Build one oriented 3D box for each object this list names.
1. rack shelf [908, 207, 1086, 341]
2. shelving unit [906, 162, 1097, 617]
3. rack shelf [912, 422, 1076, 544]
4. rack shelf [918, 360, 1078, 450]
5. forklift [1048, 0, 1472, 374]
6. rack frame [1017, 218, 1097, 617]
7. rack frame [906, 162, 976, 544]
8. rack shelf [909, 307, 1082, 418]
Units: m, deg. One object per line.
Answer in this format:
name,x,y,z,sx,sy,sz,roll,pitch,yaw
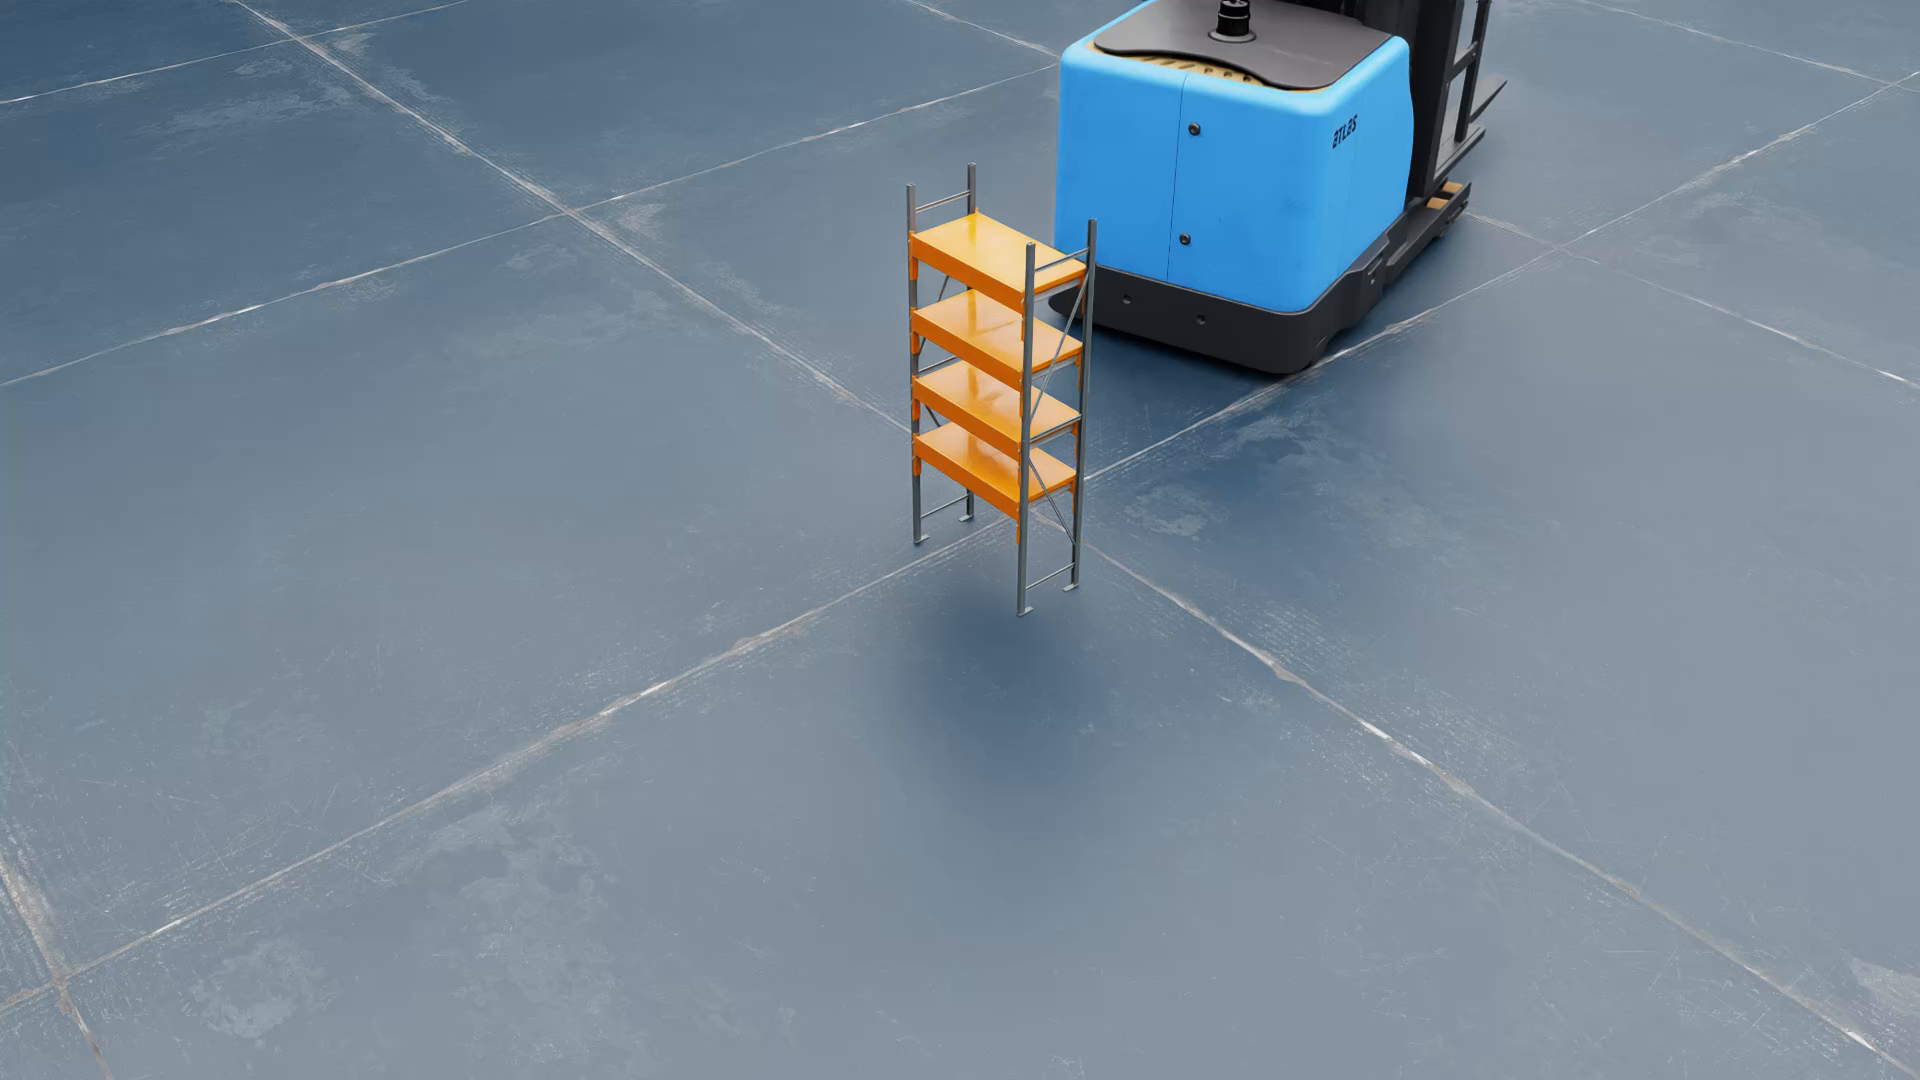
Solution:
rack shelf,0.107,-0.737,4.573,0.258,0.148,0.480,-26,43,-32
shelving unit,0.107,-0.417,4.800,0.258,1.200,0.503,-26,43,-32
rack shelf,0.107,-0.200,4.954,0.258,0.148,0.480,-26,43,-32
rack shelf,0.107,-0.394,4.816,0.221,0.050,0.457,-26,43,-32
forklift,1.258,-2.318,6.042,1.129,2.867,1.939,20,40,26
rack frame,0.264,-0.309,4.648,0.240,1.200,0.015,-26,43,-32
rack frame,-0.051,-0.524,4.952,0.240,1.200,0.015,-26,43,-32
rack shelf,0.107,-0.544,4.710,0.258,0.148,0.480,-26,43,-32
